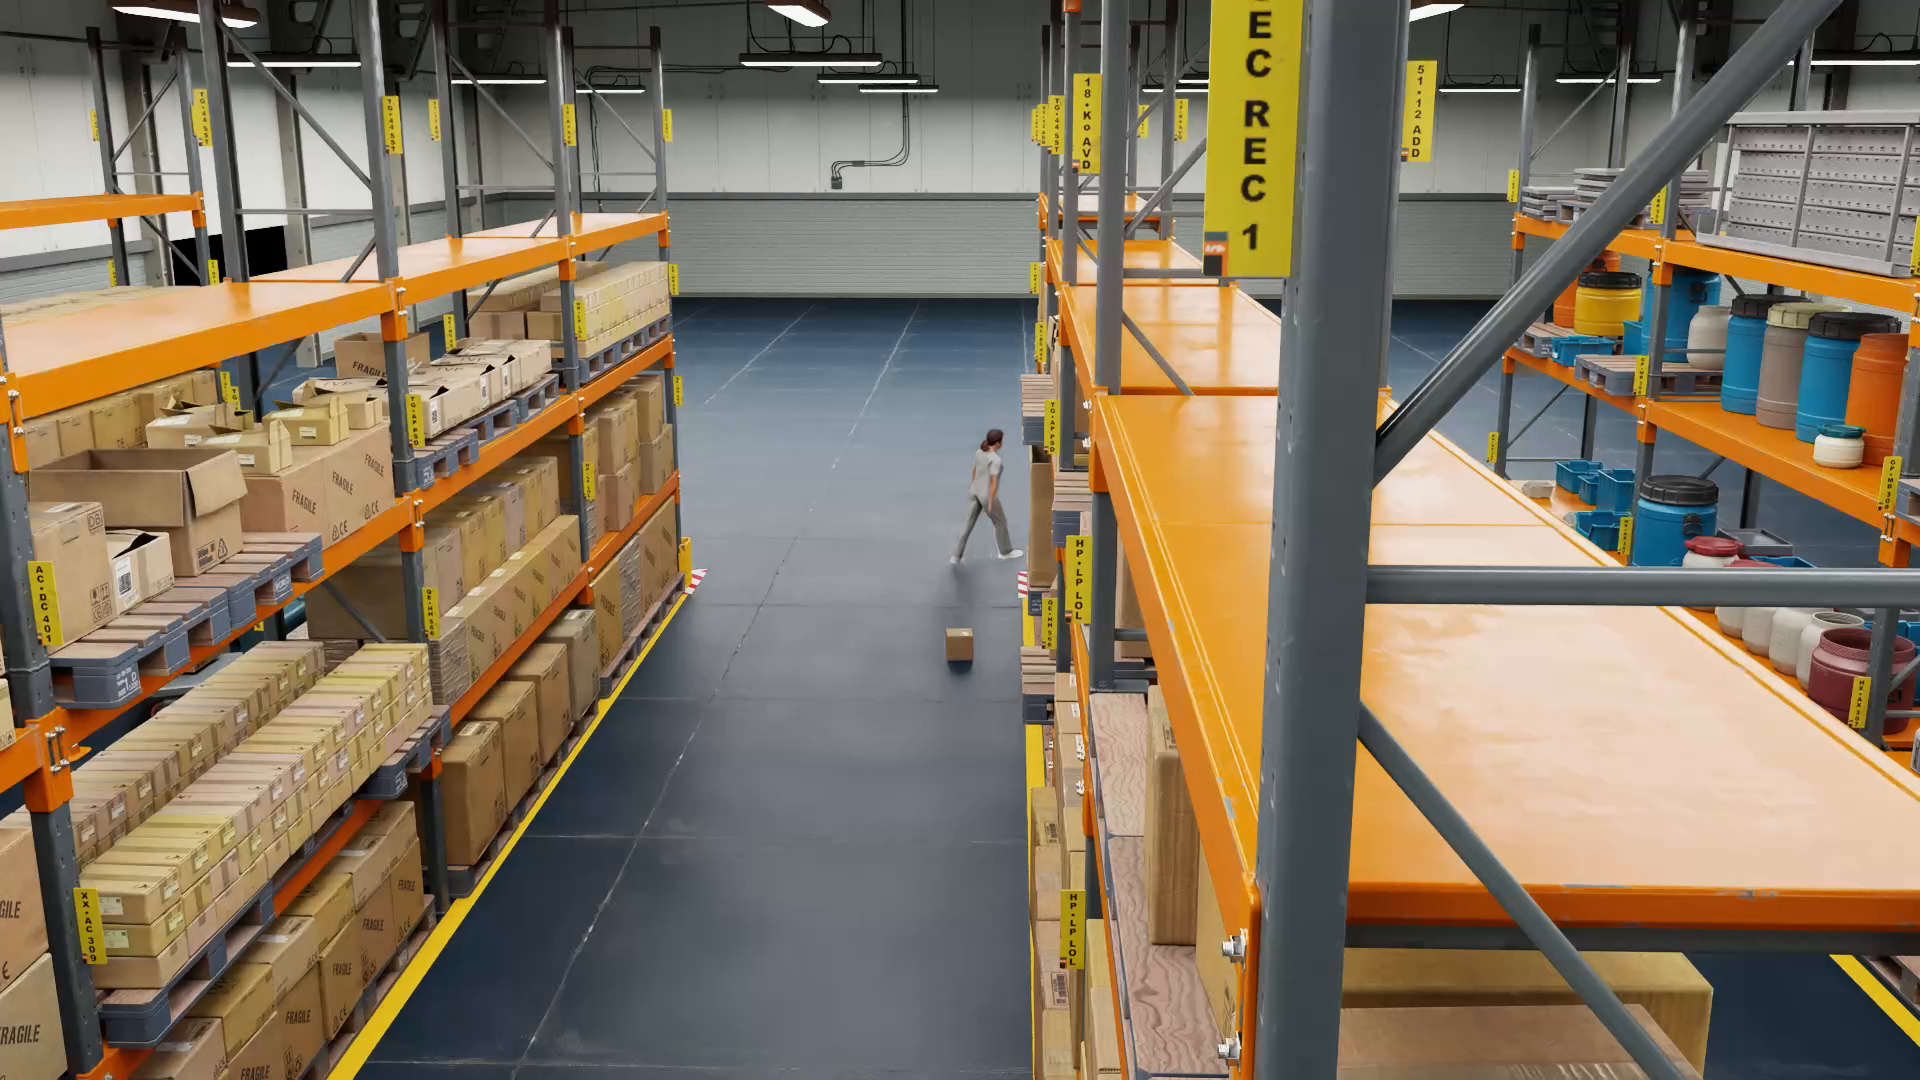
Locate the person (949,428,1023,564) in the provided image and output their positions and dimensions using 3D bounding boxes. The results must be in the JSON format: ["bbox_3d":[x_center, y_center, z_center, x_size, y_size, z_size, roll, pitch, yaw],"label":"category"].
[{"bbox_3d":[0.306,-0.520,19.352,0.527,1.606,1.008,11,18,39],"label":"person"}]
